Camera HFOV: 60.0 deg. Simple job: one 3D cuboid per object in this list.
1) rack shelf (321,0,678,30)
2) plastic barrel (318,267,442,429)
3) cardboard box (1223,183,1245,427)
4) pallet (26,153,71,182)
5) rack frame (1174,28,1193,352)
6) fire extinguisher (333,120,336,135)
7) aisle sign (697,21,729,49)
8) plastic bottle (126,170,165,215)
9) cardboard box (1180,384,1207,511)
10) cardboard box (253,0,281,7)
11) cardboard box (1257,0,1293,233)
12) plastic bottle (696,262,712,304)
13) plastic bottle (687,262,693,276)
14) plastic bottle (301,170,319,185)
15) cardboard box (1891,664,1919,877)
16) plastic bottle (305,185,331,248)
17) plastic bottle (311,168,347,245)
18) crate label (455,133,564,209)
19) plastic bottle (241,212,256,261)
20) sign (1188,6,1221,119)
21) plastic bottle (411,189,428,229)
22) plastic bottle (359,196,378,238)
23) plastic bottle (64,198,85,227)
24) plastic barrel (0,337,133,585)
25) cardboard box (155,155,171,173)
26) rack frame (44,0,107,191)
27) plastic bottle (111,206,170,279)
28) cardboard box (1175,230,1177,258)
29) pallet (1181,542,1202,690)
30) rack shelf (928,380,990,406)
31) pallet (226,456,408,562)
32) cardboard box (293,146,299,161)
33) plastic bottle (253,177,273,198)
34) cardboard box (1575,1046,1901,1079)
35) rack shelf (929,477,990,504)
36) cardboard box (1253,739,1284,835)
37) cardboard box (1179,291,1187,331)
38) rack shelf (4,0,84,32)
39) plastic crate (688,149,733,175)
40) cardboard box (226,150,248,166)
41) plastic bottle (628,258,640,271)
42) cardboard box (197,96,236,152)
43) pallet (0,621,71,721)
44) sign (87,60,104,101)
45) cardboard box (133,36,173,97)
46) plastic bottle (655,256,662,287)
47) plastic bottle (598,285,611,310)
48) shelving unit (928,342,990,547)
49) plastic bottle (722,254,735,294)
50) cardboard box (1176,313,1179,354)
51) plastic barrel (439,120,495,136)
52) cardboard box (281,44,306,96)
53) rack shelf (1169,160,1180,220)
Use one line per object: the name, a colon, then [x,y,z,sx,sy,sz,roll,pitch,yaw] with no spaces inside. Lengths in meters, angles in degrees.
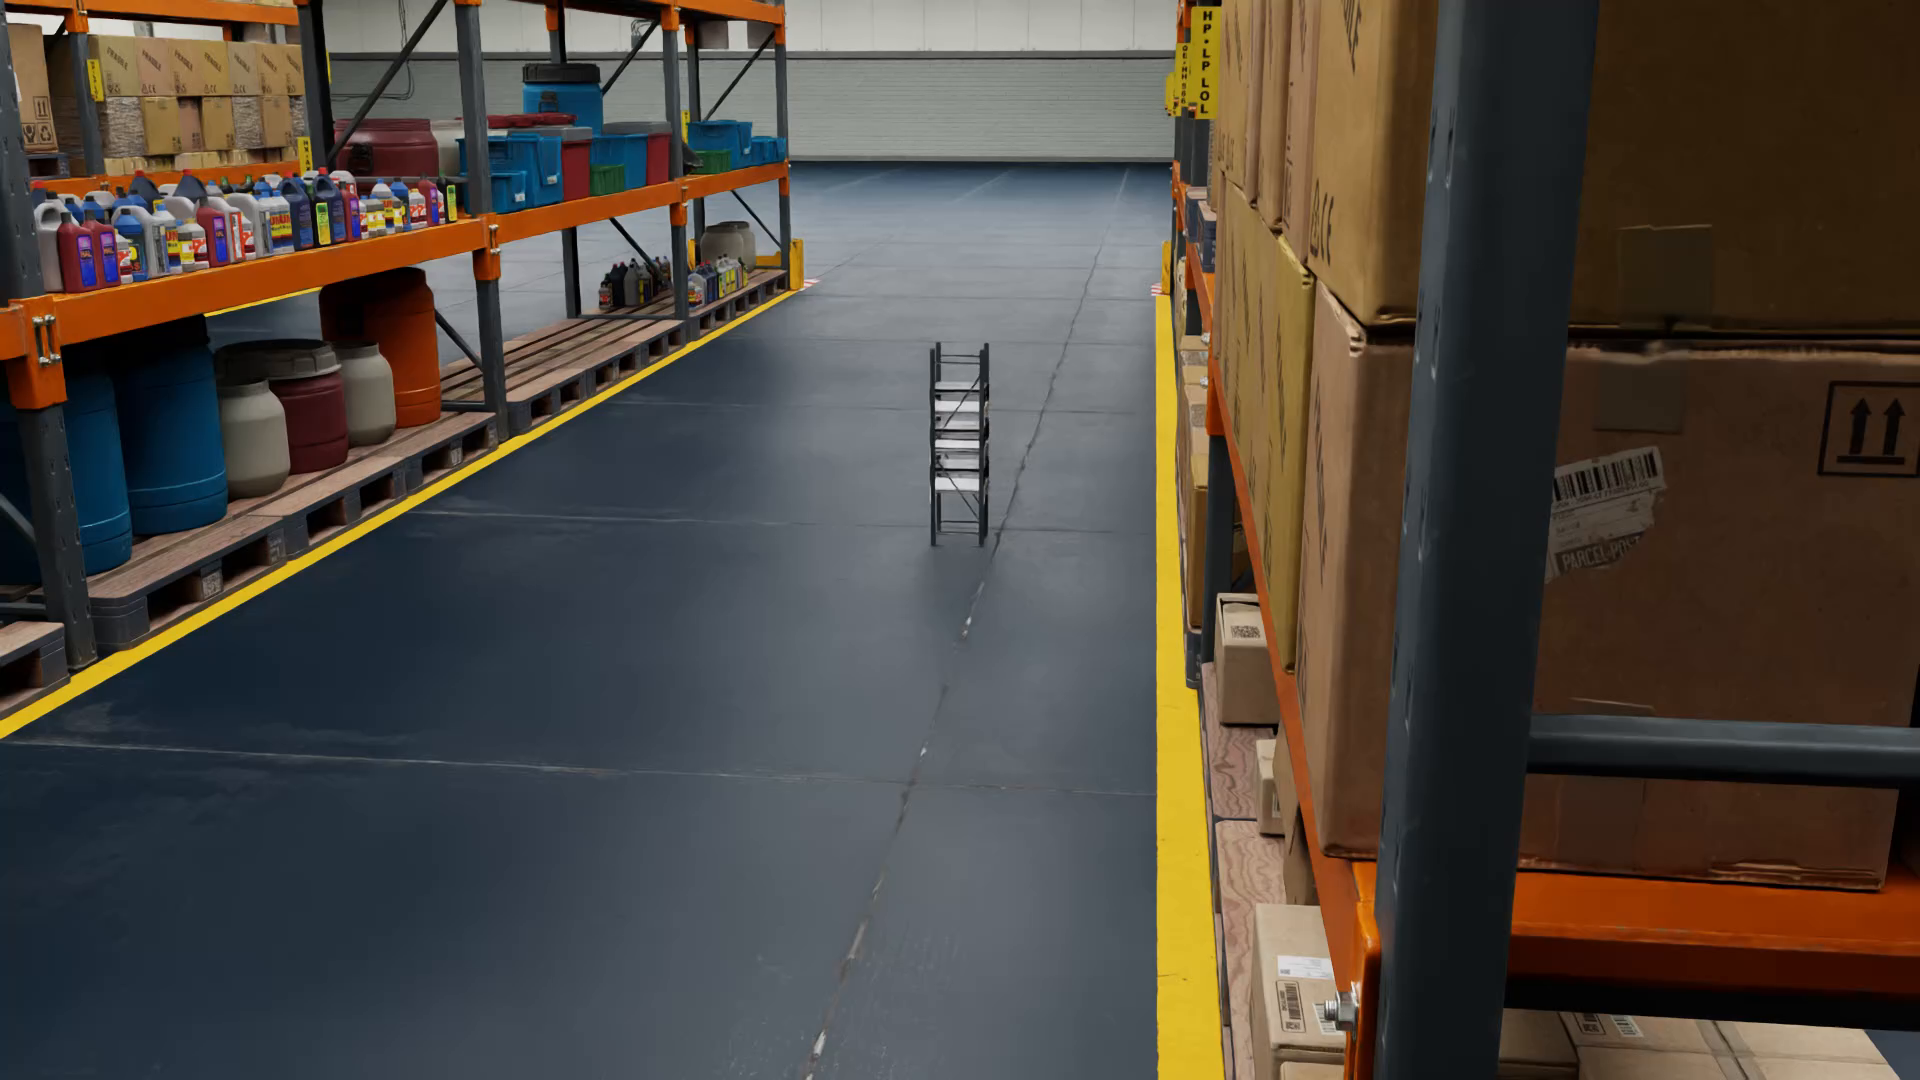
rack shelf: [-2.951,-3.664,11.096,1.077,0.370,4.000,2,15,6]
plastic barrel: [-3.215,-1.072,9.232,0.600,0.830,0.708,2,15,6]
cardboard box: [0.852,-0.521,3.652,0.500,0.500,0.500,2,15,6]
pallet: [-7.877,-2.941,13.159,1.003,0.211,1.213,2,15,6]
rack frame: [2.196,-2.935,12.769,1.000,3.000,0.127,2,15,6]
fire extinguisher: [-6.725,-4.244,17.758,0.296,0.674,0.183,2,15,6]
aisle sign: [-2.557,-5.401,16.910,0.394,0.787,0.004,2,15,6]
plastic bottle: [-3.725,-1.517,7.619,0.144,0.351,0.185,2,15,6]
cardboard box: [1.240,-0.392,7.311,0.500,0.500,0.500,1,15,4]
cardboard box: [-7.051,-5.378,16.347,0.500,0.250,0.500,2,15,7]
cardboard box: [0.729,-0.742,2.554,0.500,0.500,0.500,2,15,8]
plastic bottle: [-2.222,-2.212,14.329,0.144,0.351,0.185,2,15,8]
plastic bottle: [-2.365,-2.217,14.345,0.144,0.351,0.185,2,15,6]
plastic bottle: [-3.547,-1.882,9.111,0.152,0.276,0.135,2,15,6]
cardboard box: [1.154,0.022,1.642,0.500,0.500,0.500,2,15,7]
plastic bottle: [-2.963,-1.491,7.654,0.061,0.283,0.133,2,15,6]
plastic bottle: [-2.987,-1.566,7.803,0.144,0.351,0.185,2,15,6]
crate label: [-2.796,-2.311,10.394,0.502,0.435,0.616,2,15,6]
plastic bottle: [-3.053,-1.289,7.063,0.097,0.201,0.097,0,15,0]
sign: [0.741,-1.434,5.001,0.100,0.325,0.005,2,15,6]
plastic bottle: [-2.856,-1.741,8.737,0.097,0.201,0.097,0,15,0]
plastic bottle: [-2.922,-1.590,8.176,0.097,0.201,0.097,0,15,0]
plastic bottle: [-3.681,-1.283,6.907,0.097,0.271,0.097,0,15,0]
plastic barrel: [-3.550,-0.337,6.377,0.600,0.901,0.708,2,15,6]
cardboard box: [-7.263,-3.348,14.779,0.380,0.149,0.250,2,15,6]
rack frame: [-7.647,-3.227,13.851,1.000,3.000,0.127,2,15,6]
plastic bottle: [-3.156,-1.151,6.408,0.152,0.276,0.135,2,15,6]
cardboard box: [2.311,-2.947,15.842,0.500,0.500,0.500,2,15,6]
pallet: [1.347,0.274,6.244,1.003,0.211,1.213,2,15,6]
rack shelf: [-0.001,-0.661,7.475,0.258,0.077,0.200,2,15,6]
pallet: [-3.364,-0.177,7.911,1.003,0.211,1.213,2,15,6]
cardboard box: [-7.051,-3.999,17.185,0.380,0.149,0.250,2,15,6]
plastic bottle: [-3.579,-1.728,8.553,0.097,0.271,0.097,0,15,0]
cardboard box: [1.242,1.030,2.530,0.500,0.250,0.500,2,15,6]
rack shelf: [-0.001,-0.226,7.592,0.258,0.077,0.200,2,15,6]
cardboard box: [0.943,0.623,4.198,0.380,0.166,0.250,2,15,6]
cardboard box: [1.671,-1.452,10.675,0.500,0.311,0.500,2,15,6]
rack shelf: [-7.872,-3.809,11.635,1.077,0.370,4.000,2,15,6]
plastic crate: [-2.292,-3.323,14.611,0.450,0.188,0.662,2,15,6]
cardboard box: [-7.087,-3.671,15.975,0.380,0.149,0.250,2,15,6]
plastic bottle: [-2.881,-2.324,14.743,0.144,0.351,0.185,2,15,6]
cardboard box: [-7.389,-3.924,15.666,0.875,0.500,0.500,2,15,6]
pallet: [-3.672,0.531,5.293,1.003,0.211,1.213,2,15,6]
sign: [-7.095,-3.771,13.643,0.100,0.325,0.005,2,15,6]
cardboard box: [-7.288,-4.141,14.553,0.500,0.500,0.500,2,15,6]
plastic bottle: [-2.832,-2.501,15.525,0.061,0.283,0.133,2,15,7]
plastic bottle: [-2.994,-2.046,14.001,0.097,0.201,0.097,0,15,0]
shelving unit: [-0.001,-0.432,7.537,0.258,0.900,0.210,2,15,6]
plastic bottle: [-2.132,-2.420,15.096,0.144,0.351,0.185,2,15,9]
cardboard box: [1.790,-1.446,11.726,0.500,0.250,0.500,1,15,5]
plastic barrel: [-3.225,-2.480,10.874,0.421,0.512,0.421,0,15,0]
cardboard box: [-7.012,-4.789,16.951,0.500,0.500,0.500,2,15,6]
rack shelf: [2.422,-3.106,14.781,1.077,0.370,4.000,2,15,6]
